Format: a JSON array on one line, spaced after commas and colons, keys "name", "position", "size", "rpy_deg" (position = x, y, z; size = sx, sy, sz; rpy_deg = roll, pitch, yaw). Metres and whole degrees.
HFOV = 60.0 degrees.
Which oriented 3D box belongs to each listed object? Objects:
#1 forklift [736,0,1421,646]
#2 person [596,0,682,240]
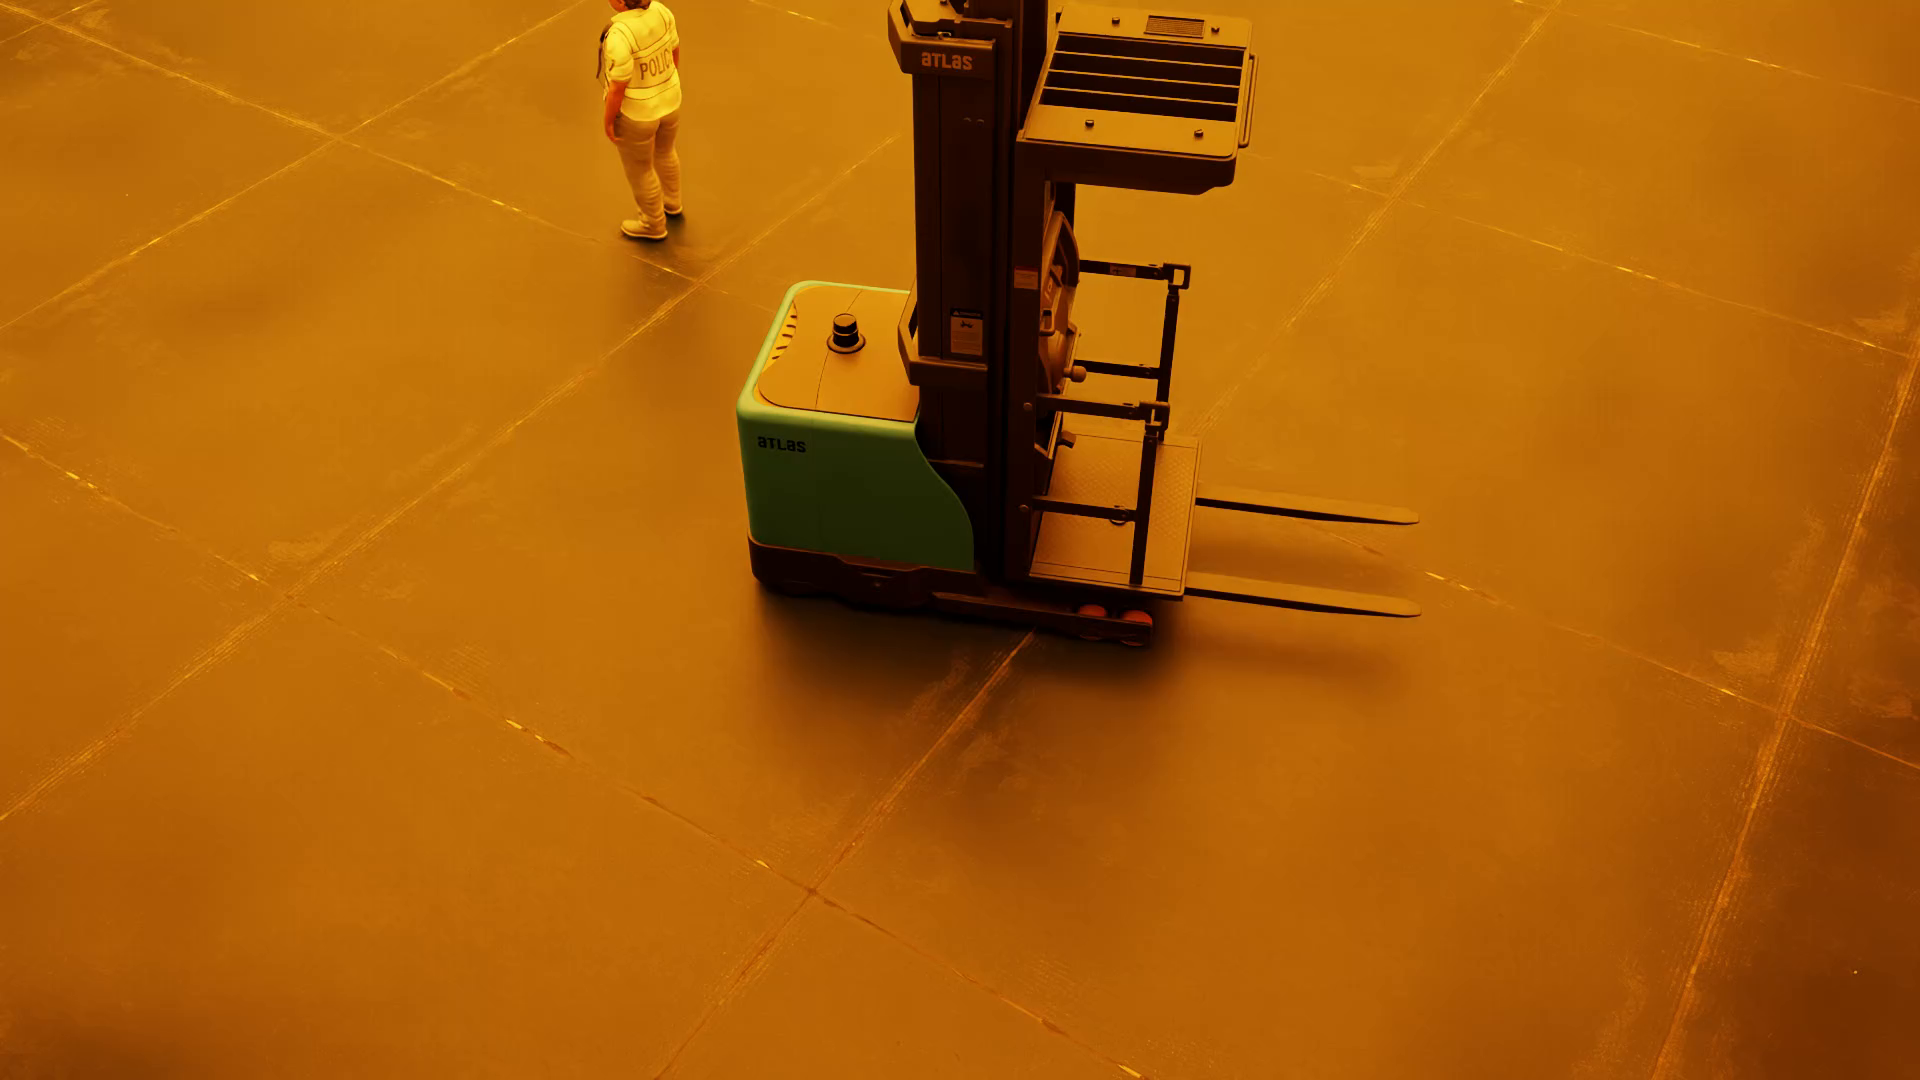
[{"name": "forklift", "position": [0.598, -0.987, 6.890], "size": [3.031, 2.935, 1.130], "rpy_deg": [7, 44, 8]}, {"name": "person", "position": [-1.829, -2.463, 9.358], "size": [0.523, 1.672, 0.590], "rpy_deg": [24, 48, 23]}]
